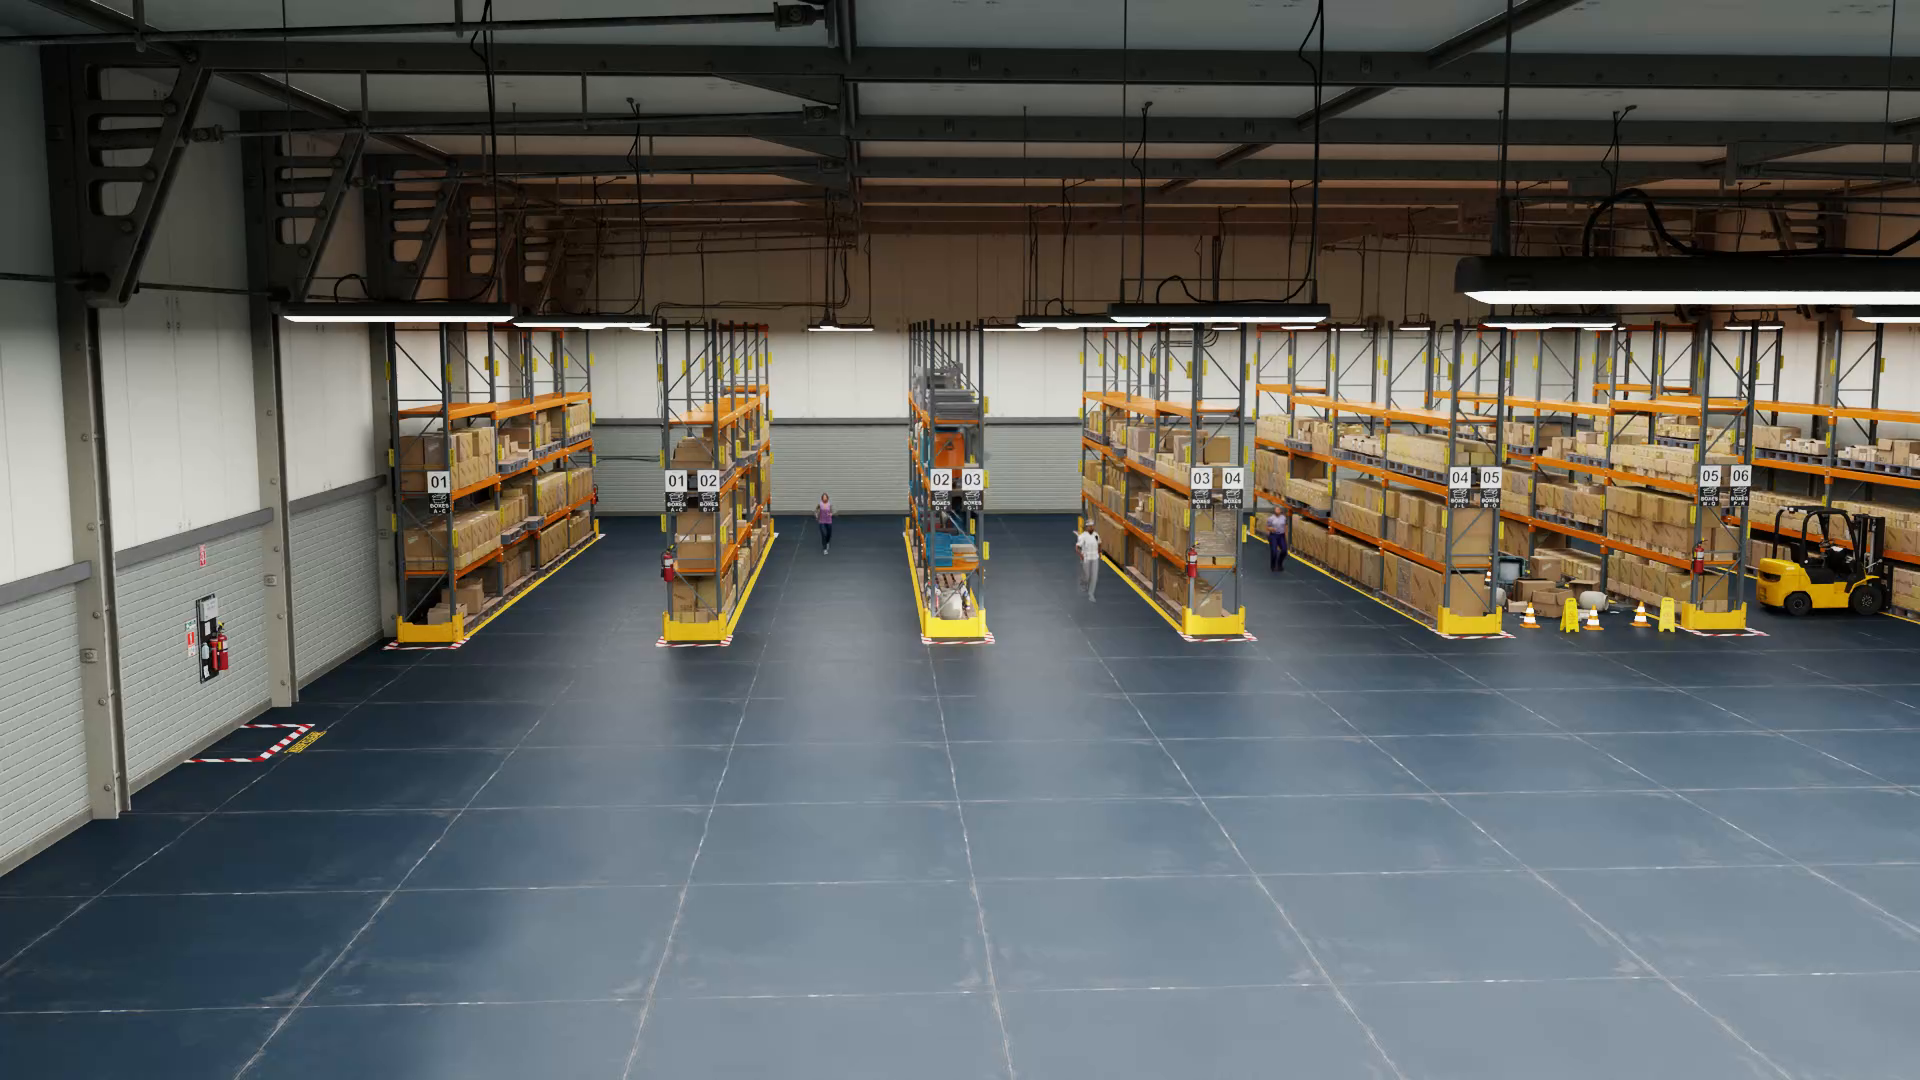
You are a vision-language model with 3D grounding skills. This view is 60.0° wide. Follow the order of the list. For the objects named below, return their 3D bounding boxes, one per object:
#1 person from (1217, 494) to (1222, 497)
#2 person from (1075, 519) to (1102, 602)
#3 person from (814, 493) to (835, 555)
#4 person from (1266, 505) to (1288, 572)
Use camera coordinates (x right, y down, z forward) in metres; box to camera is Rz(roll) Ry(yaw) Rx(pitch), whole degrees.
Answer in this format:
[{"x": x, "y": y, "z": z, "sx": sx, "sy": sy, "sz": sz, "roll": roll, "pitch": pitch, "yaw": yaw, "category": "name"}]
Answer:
[{"x": 7.211, "y": -0.936, "z": 47.734, "sx": 0.618, "sy": 1.555, "sz": 0.484, "roll": 5, "pitch": 9, "yaw": 36, "category": "person"}, {"x": 2.659, "y": 0.400, "z": 34.181, "sx": 0.582, "sy": 1.673, "sz": 0.672, "roll": -2, "pitch": 7, "yaw": -13, "category": "person"}, {"x": -3.540, "y": -0.442, "z": 43.571, "sx": 0.547, "sy": 1.570, "sz": 0.822, "roll": -1, "pitch": 7, "yaw": -11, "category": "person"}, {"x": 7.661, "y": -0.021, "z": 40.040, "sx": 0.589, "sy": 1.627, "sz": 0.590, "roll": 0, "pitch": 7, "yaw": -4, "category": "person"}]
